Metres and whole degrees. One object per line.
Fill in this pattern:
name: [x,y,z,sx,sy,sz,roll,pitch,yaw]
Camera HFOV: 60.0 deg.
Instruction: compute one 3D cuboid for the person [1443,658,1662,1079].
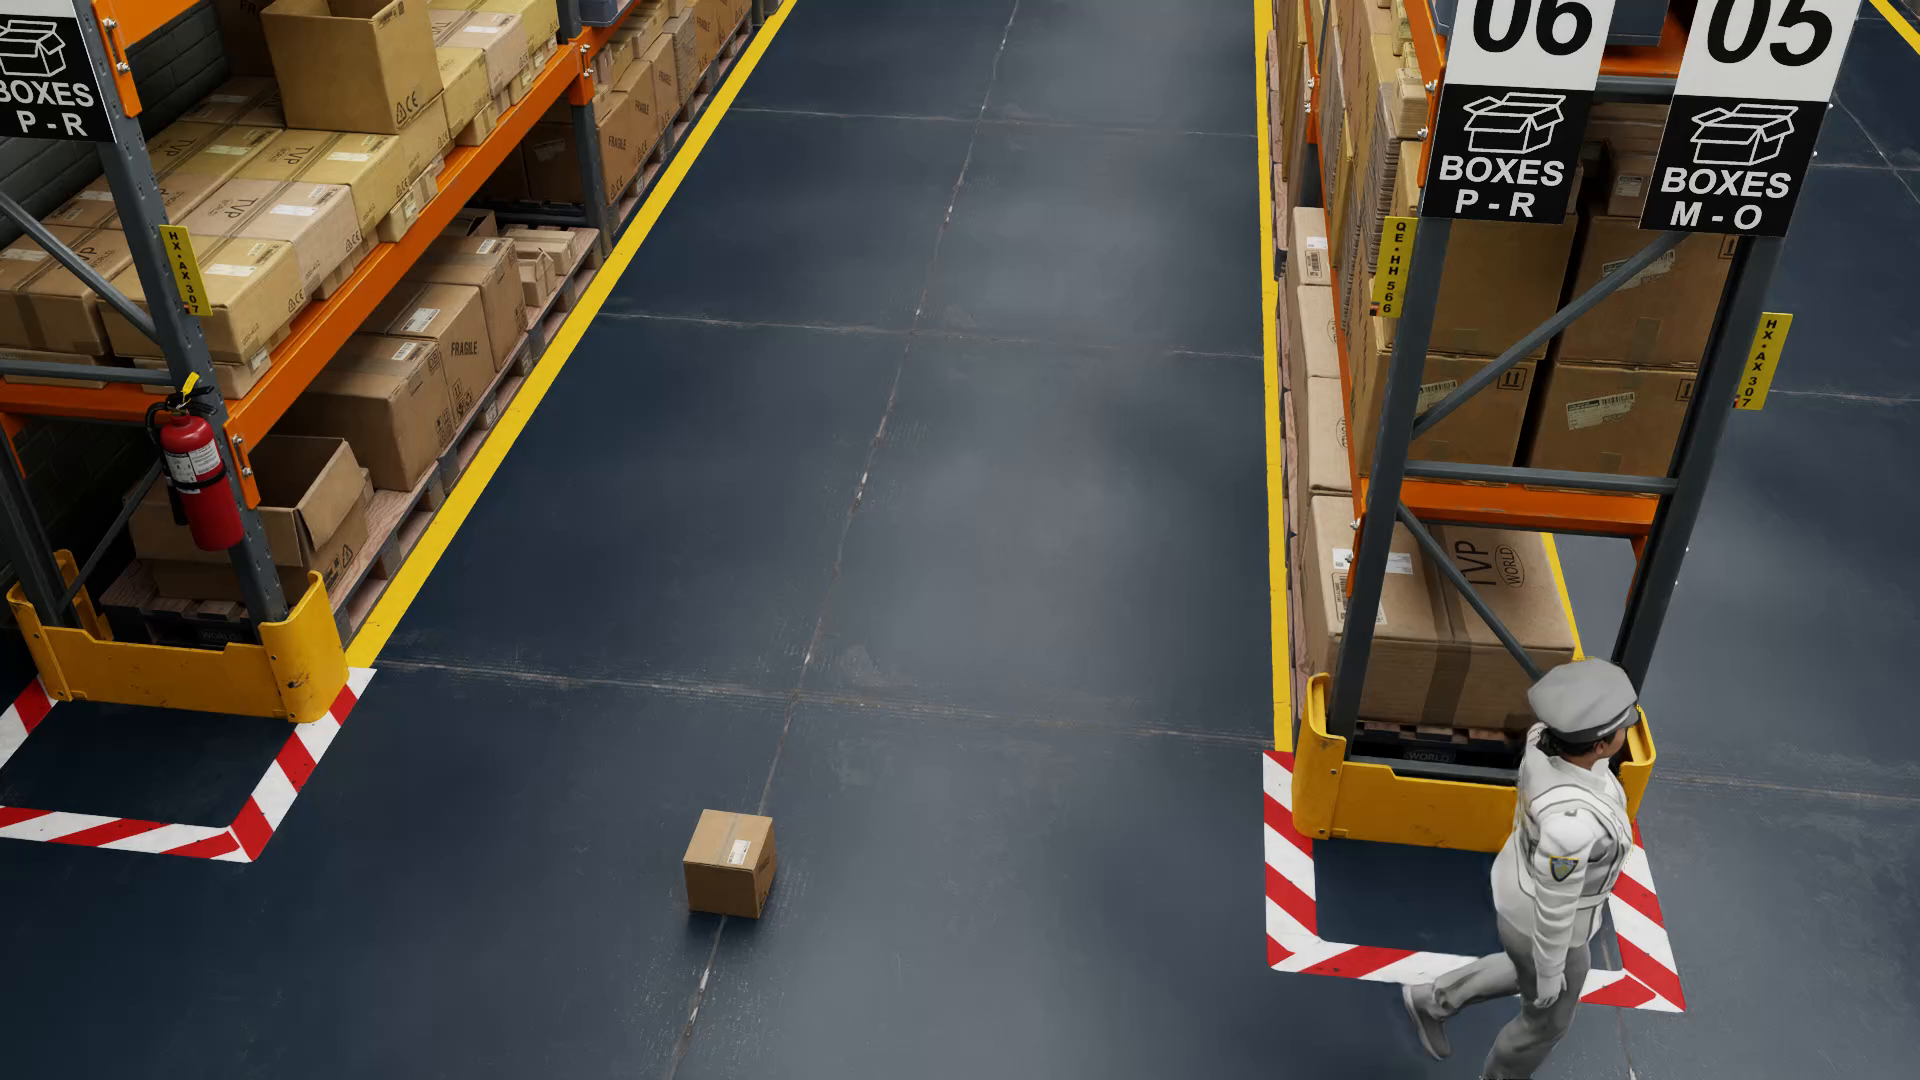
person: [1.696,1.036,4.678,0.451,1.676,0.514,7,37,9]
